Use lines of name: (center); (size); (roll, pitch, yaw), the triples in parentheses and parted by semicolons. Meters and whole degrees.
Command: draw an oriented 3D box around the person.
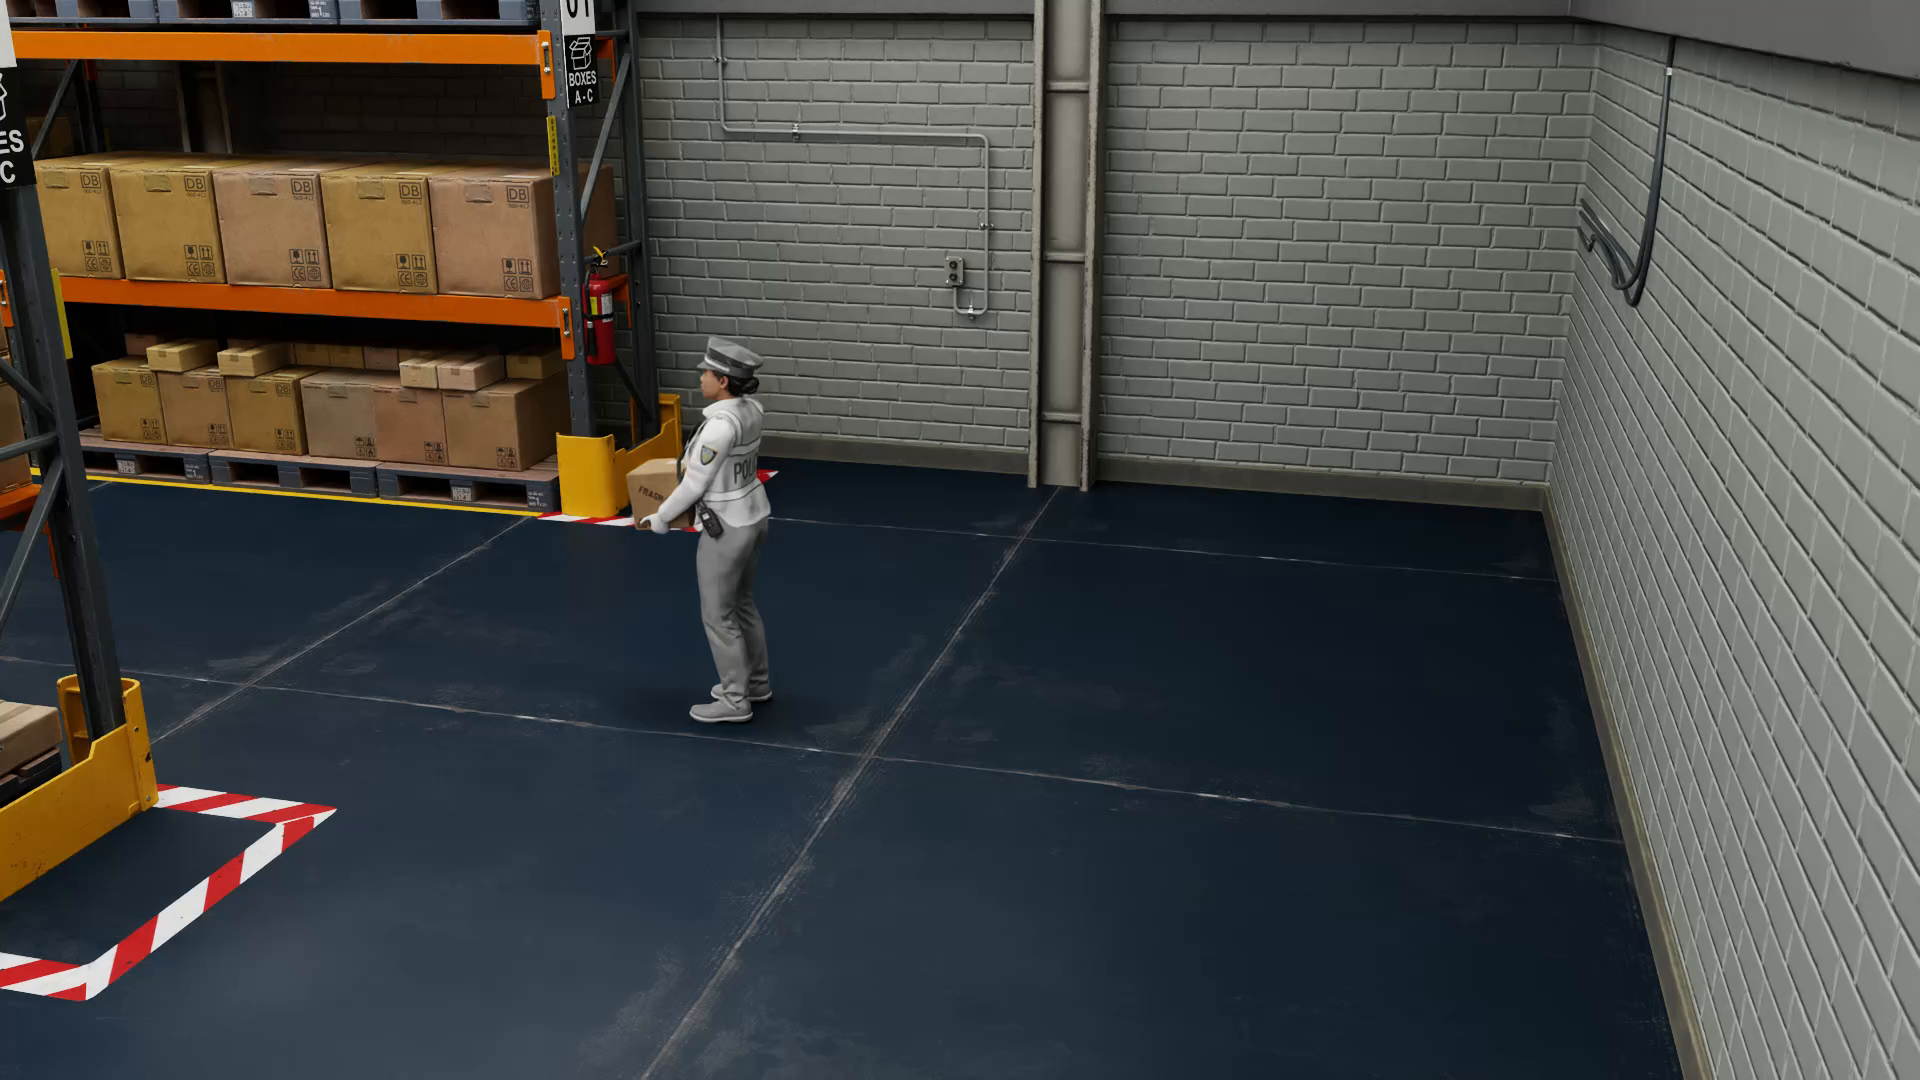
person: (-1.076, -0.049, 7.174); (0.530, 1.691, 0.447); (4, 19, 13)
